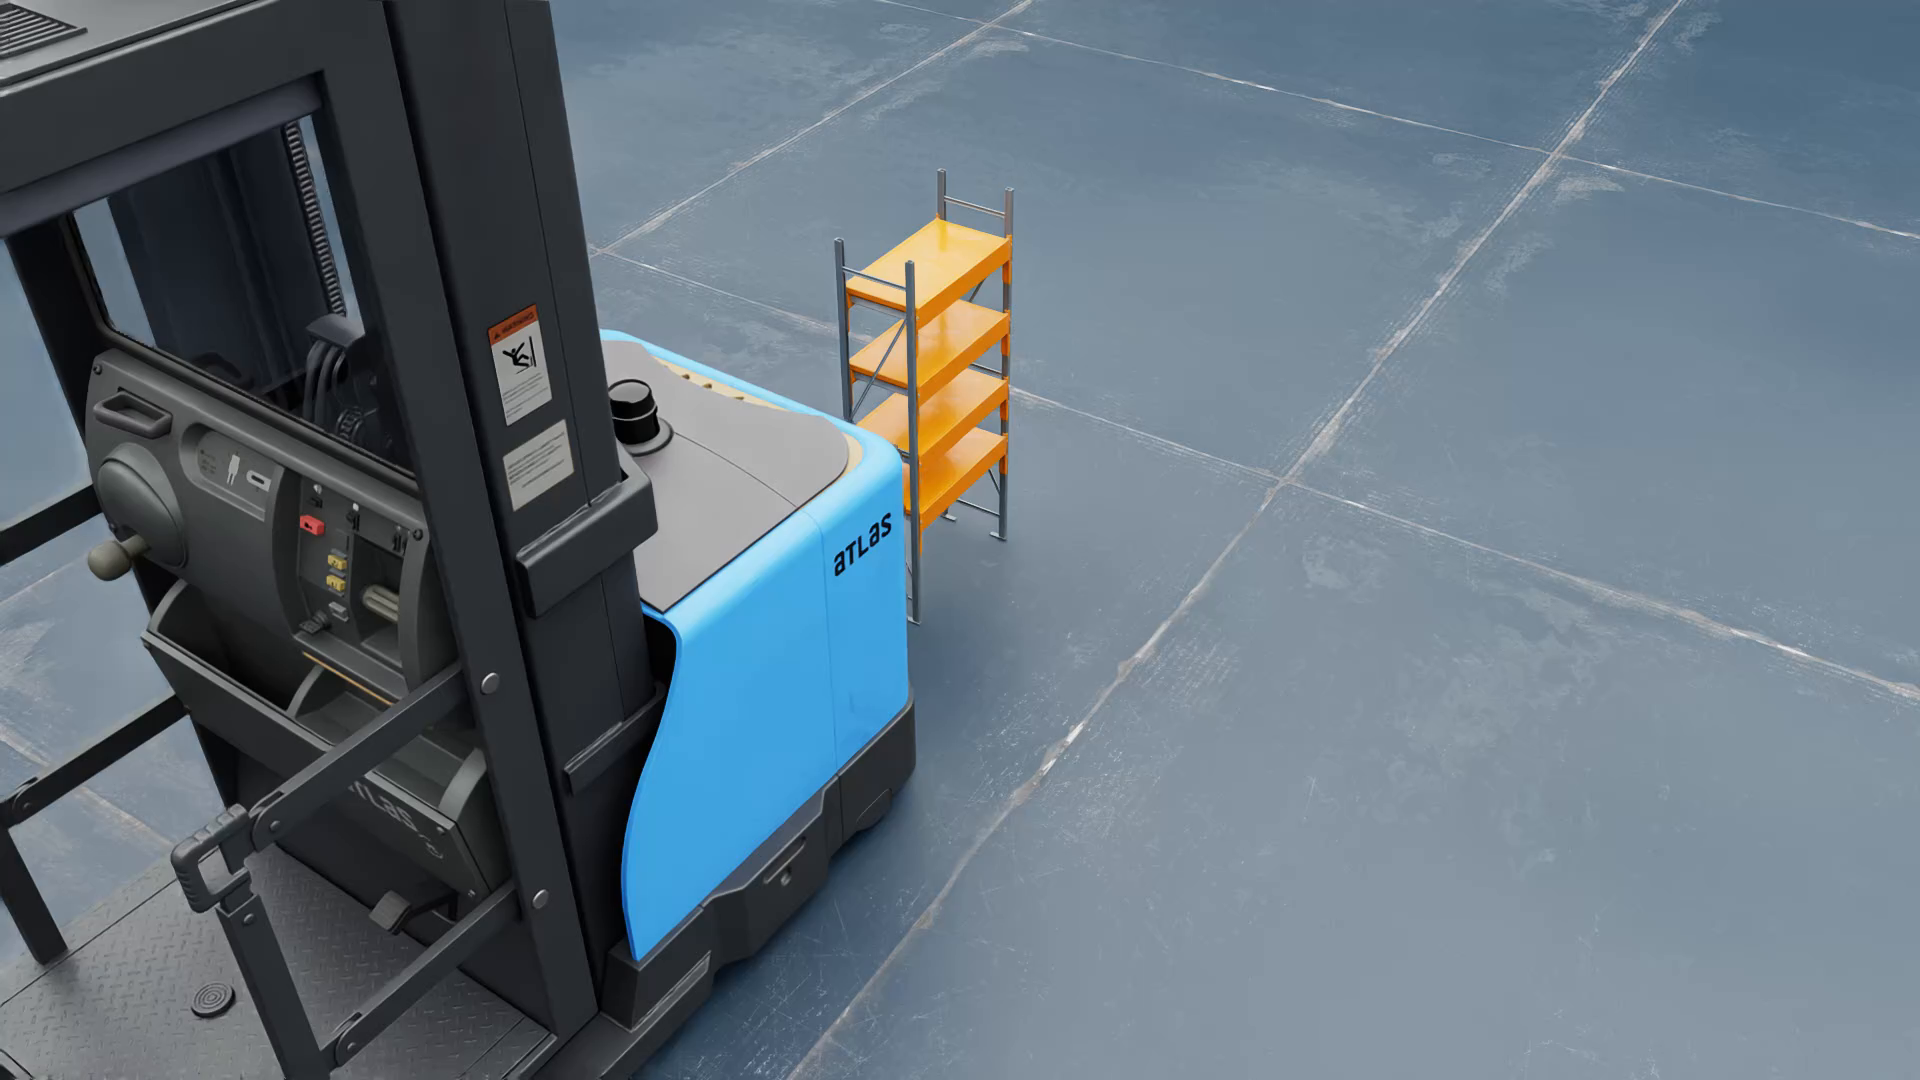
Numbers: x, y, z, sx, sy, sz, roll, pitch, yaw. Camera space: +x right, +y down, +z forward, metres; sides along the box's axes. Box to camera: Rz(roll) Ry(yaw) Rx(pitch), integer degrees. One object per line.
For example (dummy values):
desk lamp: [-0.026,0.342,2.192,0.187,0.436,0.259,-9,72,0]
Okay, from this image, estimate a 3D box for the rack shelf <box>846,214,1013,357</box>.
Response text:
rack shelf: [-0.089,-0.701,4.533,0.258,0.148,0.480,21,42,25]

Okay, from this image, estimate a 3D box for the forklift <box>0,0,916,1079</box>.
forklift: [-1.370,0.040,2.797,1.130,2.935,3.031,23,43,27]

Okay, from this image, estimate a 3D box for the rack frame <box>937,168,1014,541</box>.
rack frame: [0.042,-0.516,4.936,0.240,1.200,0.015,21,42,25]

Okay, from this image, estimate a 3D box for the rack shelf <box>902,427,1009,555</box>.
rack shelf: [-0.089,-0.179,4.935,0.258,0.148,0.480,21,42,25]

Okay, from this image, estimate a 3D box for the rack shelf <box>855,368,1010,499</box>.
rack shelf: [-0.089,-0.337,4.814,0.258,0.148,0.480,21,42,25]

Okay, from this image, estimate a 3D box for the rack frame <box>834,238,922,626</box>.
rack frame: [-0.219,-0.264,4.610,0.240,1.200,0.015,21,42,25]

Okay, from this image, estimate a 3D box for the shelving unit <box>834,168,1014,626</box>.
shelving unit: [-0.089,-0.390,4.773,0.258,1.200,0.503,21,42,25]

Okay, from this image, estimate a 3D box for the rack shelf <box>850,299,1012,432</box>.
rack shelf: [-0.089,-0.514,4.677,0.258,0.148,0.480,21,42,25]
